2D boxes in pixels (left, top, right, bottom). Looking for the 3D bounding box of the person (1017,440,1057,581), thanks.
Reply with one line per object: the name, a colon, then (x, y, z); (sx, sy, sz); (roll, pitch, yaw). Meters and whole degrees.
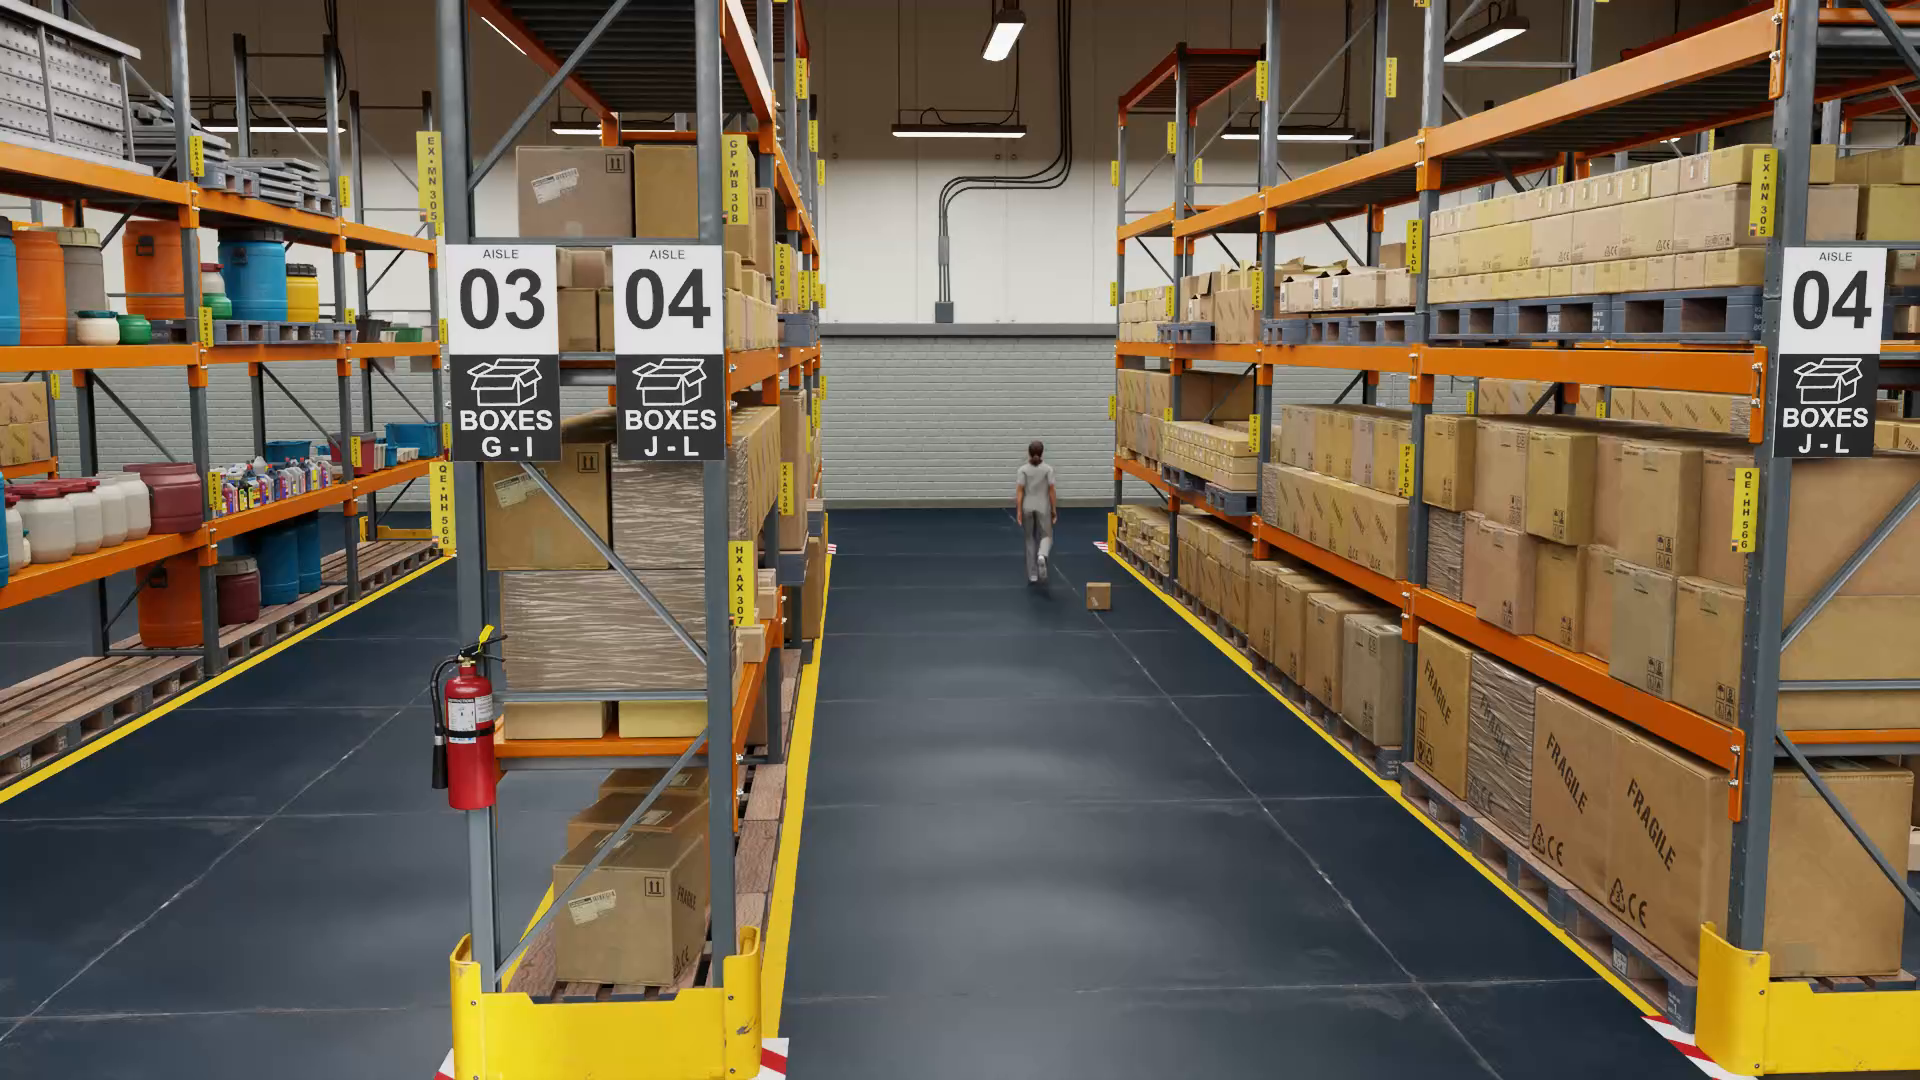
person: (0.891, -0.330, 19.319); (0.466, 1.649, 0.672); (1, 7, 6)
